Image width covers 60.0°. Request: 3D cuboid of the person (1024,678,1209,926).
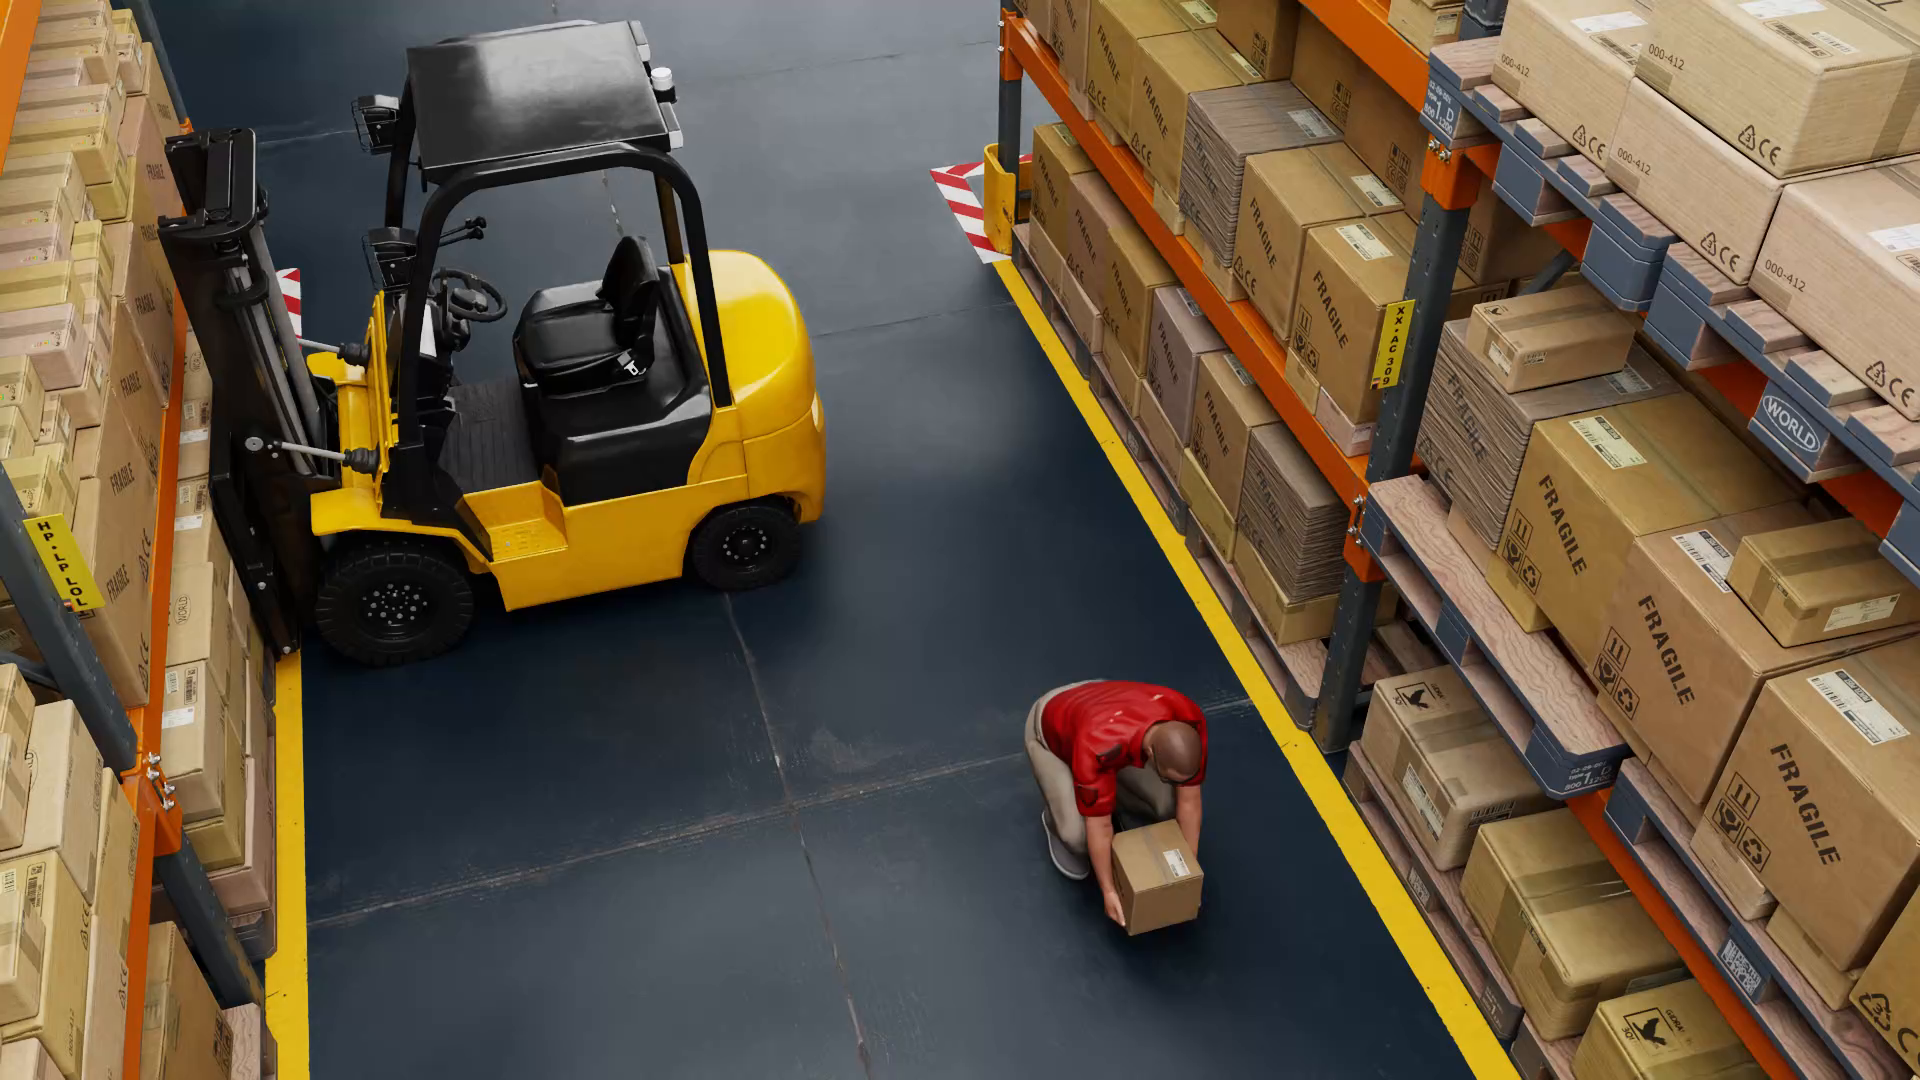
[{"bbox_3d":[0.564,0.821,5.825,0.530,0.989,0.884,-14,44,-16],"label":"person"}]
